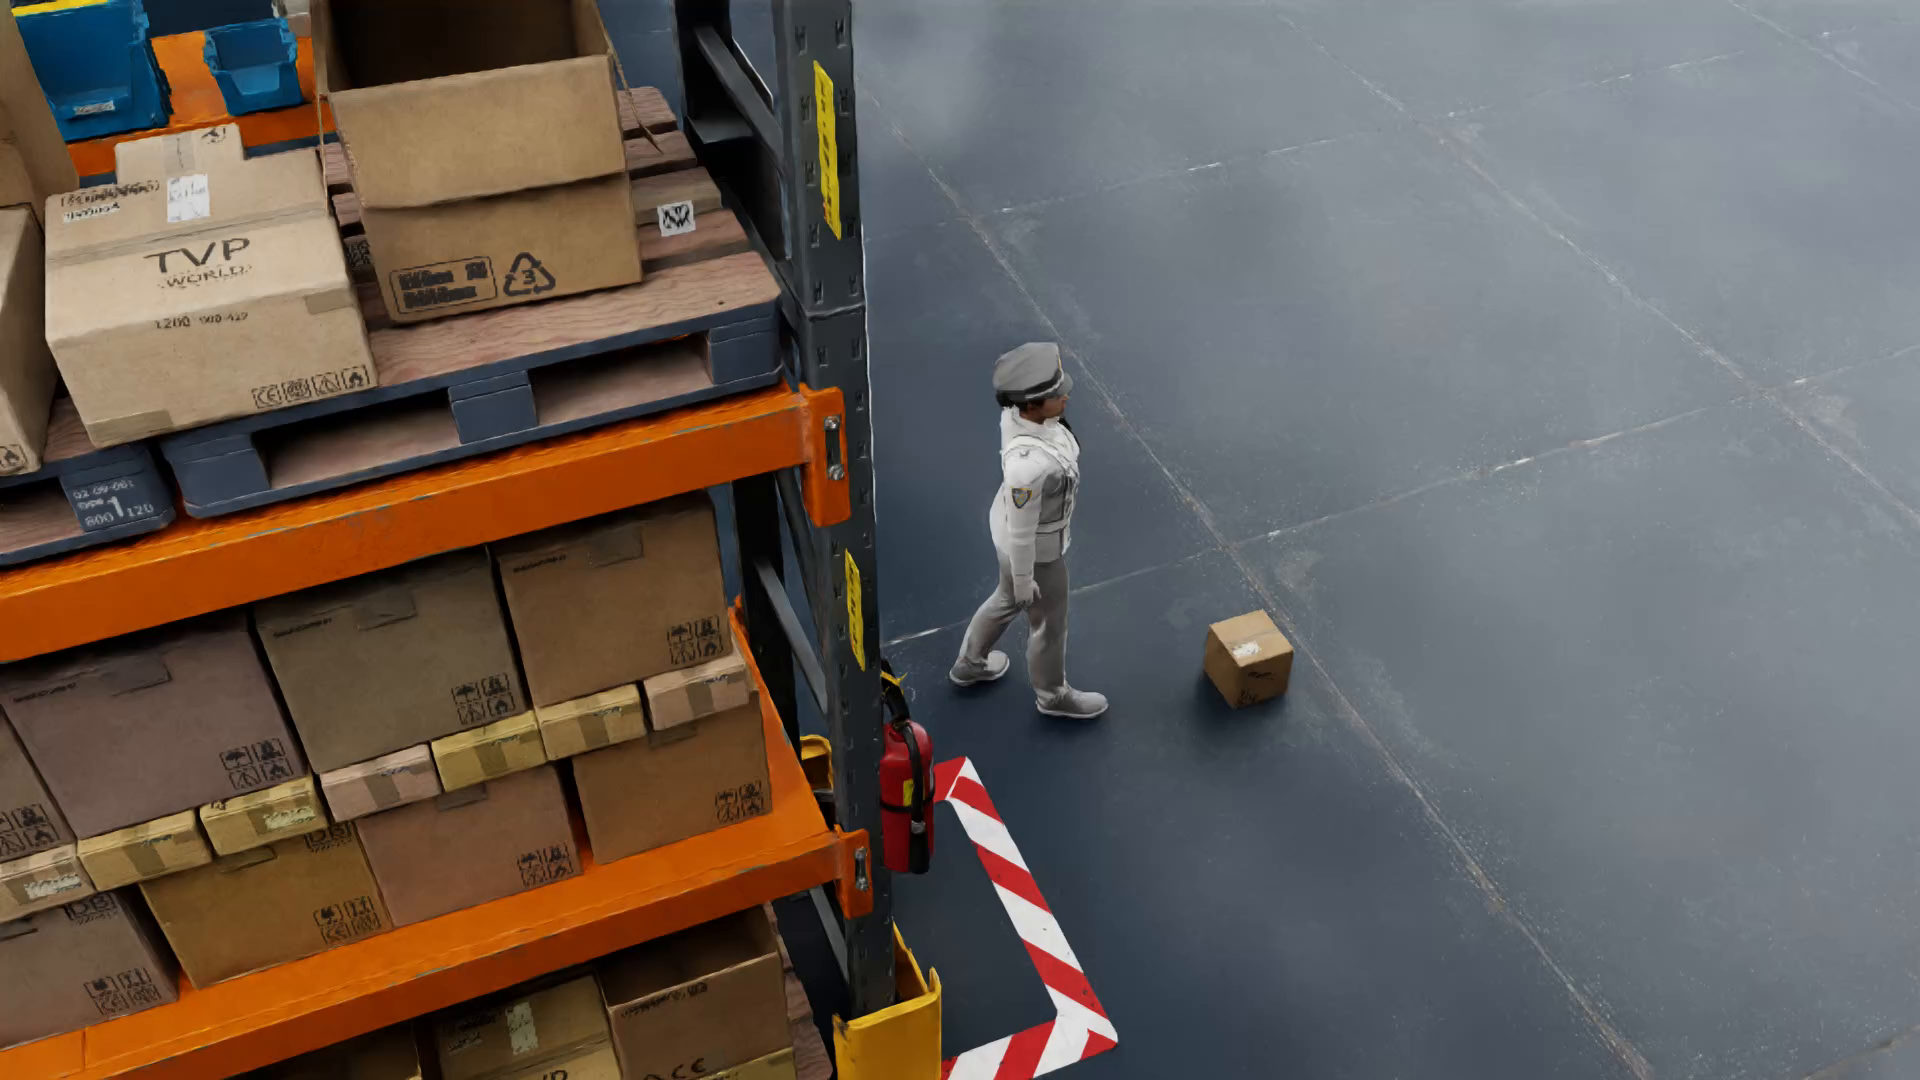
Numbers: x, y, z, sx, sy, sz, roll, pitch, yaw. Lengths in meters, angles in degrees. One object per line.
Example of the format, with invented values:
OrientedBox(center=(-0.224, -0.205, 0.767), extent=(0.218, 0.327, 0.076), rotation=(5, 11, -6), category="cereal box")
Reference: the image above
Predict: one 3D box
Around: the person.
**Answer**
OrientedBox(center=(0.272, -0.013, 6.143), extent=(0.626, 1.683, 0.497), rotation=(-3, 42, -3), category="person")
